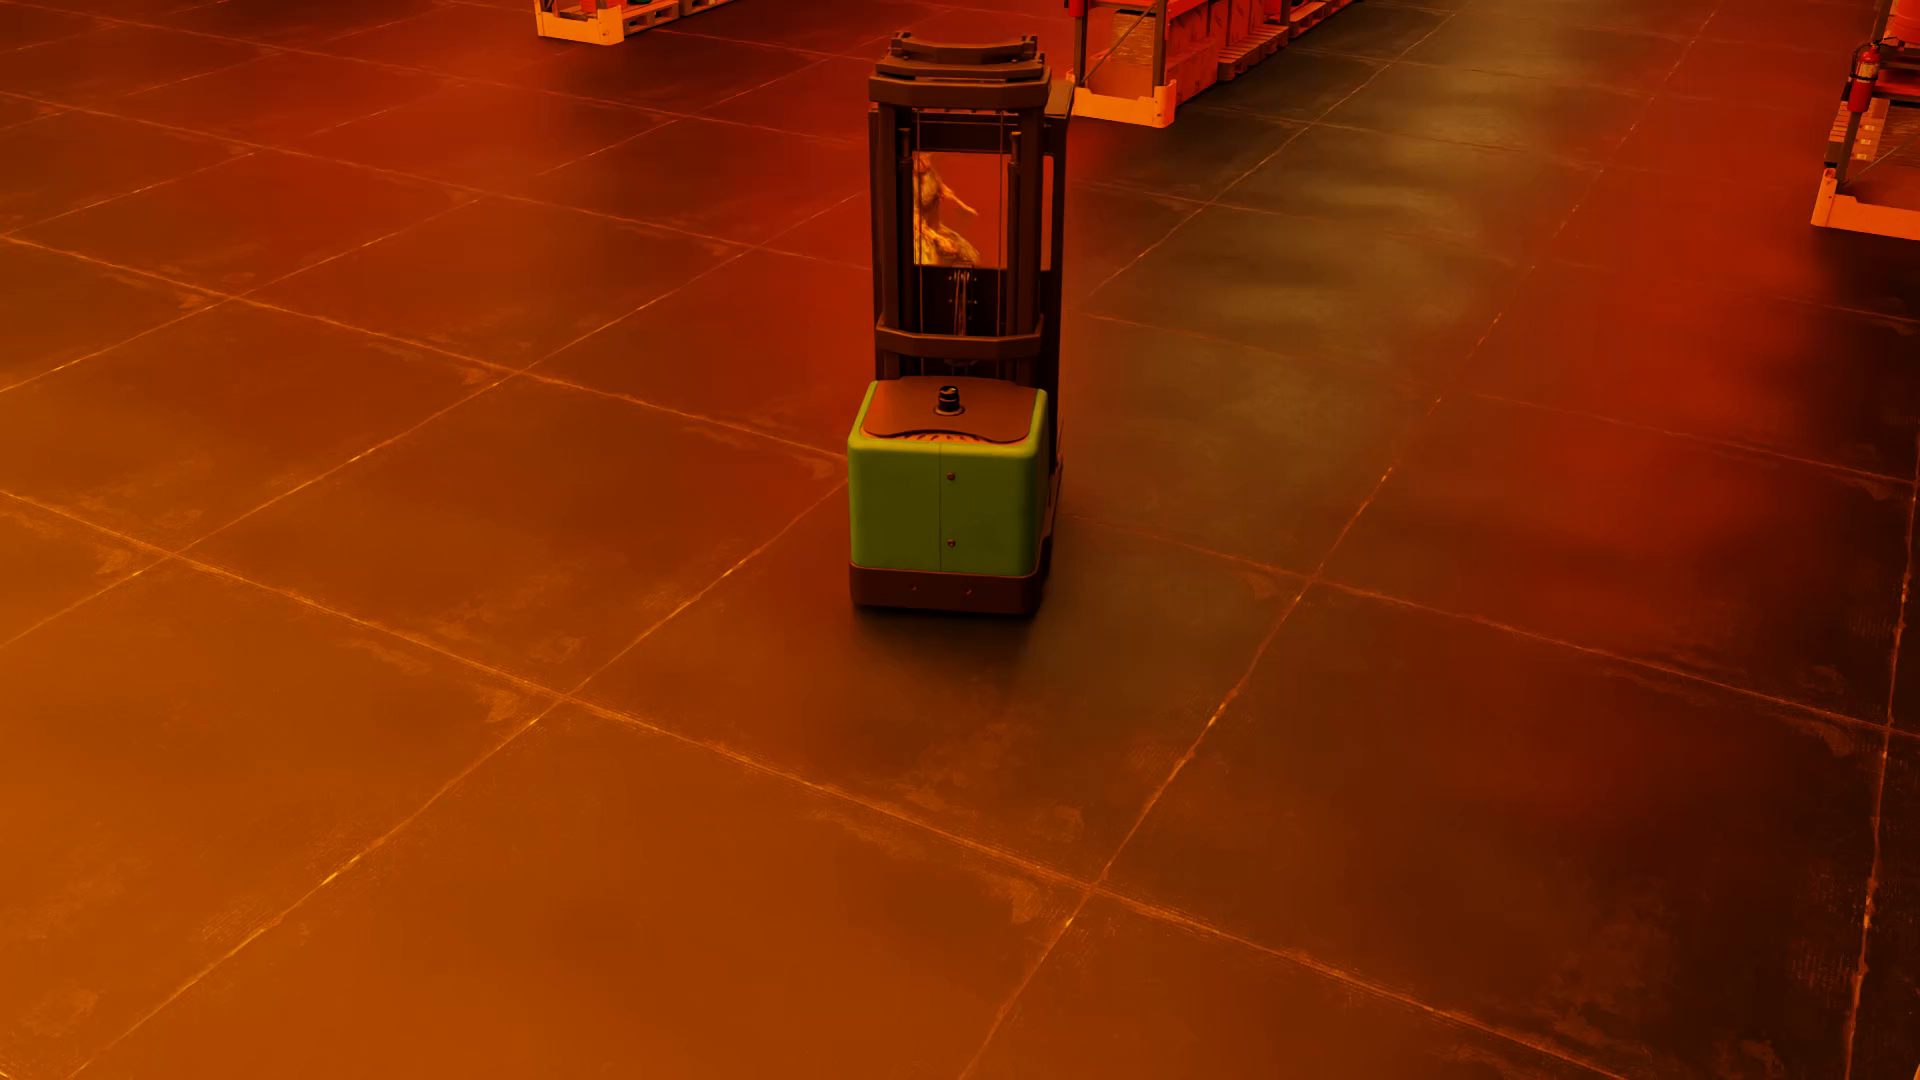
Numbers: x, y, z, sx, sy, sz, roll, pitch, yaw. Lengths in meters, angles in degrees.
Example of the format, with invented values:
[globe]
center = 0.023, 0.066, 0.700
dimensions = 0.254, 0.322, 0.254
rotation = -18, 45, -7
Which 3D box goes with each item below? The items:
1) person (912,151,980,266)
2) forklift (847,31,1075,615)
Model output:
[person]
center = -0.166, -2.256, 12.394
dimensions = 0.666, 1.510, 0.754
rotation = 17, 34, 26
[forklift]
center = 0.072, -1.572, 9.794
dimensions = 1.130, 2.935, 3.031
rotation = 3, 30, 6
